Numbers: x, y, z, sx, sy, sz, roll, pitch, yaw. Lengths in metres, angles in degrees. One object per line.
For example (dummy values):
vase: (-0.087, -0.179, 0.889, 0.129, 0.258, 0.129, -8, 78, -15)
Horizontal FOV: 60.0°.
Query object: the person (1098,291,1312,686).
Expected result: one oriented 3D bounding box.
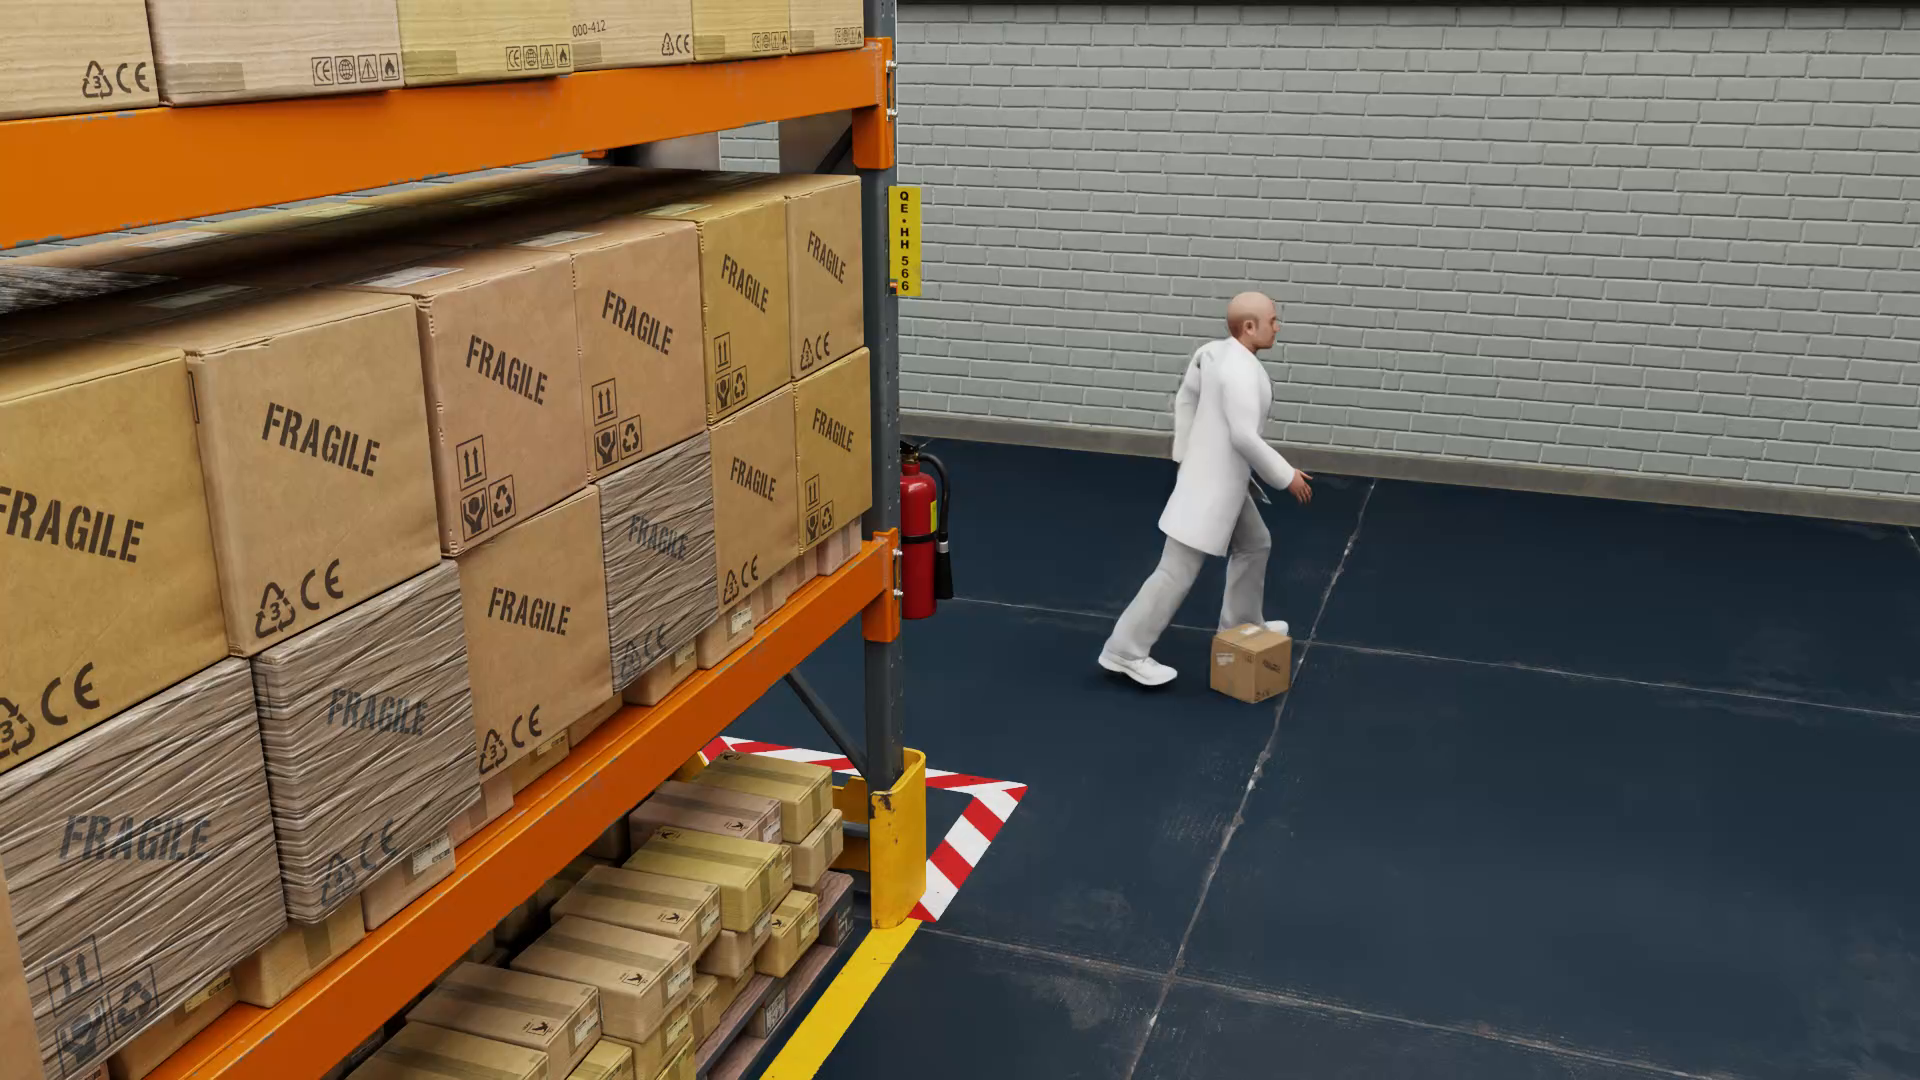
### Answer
person: (1.081, -0.239, 7.326, 0.912, 1.715, 0.706, 1, 18, 2)
